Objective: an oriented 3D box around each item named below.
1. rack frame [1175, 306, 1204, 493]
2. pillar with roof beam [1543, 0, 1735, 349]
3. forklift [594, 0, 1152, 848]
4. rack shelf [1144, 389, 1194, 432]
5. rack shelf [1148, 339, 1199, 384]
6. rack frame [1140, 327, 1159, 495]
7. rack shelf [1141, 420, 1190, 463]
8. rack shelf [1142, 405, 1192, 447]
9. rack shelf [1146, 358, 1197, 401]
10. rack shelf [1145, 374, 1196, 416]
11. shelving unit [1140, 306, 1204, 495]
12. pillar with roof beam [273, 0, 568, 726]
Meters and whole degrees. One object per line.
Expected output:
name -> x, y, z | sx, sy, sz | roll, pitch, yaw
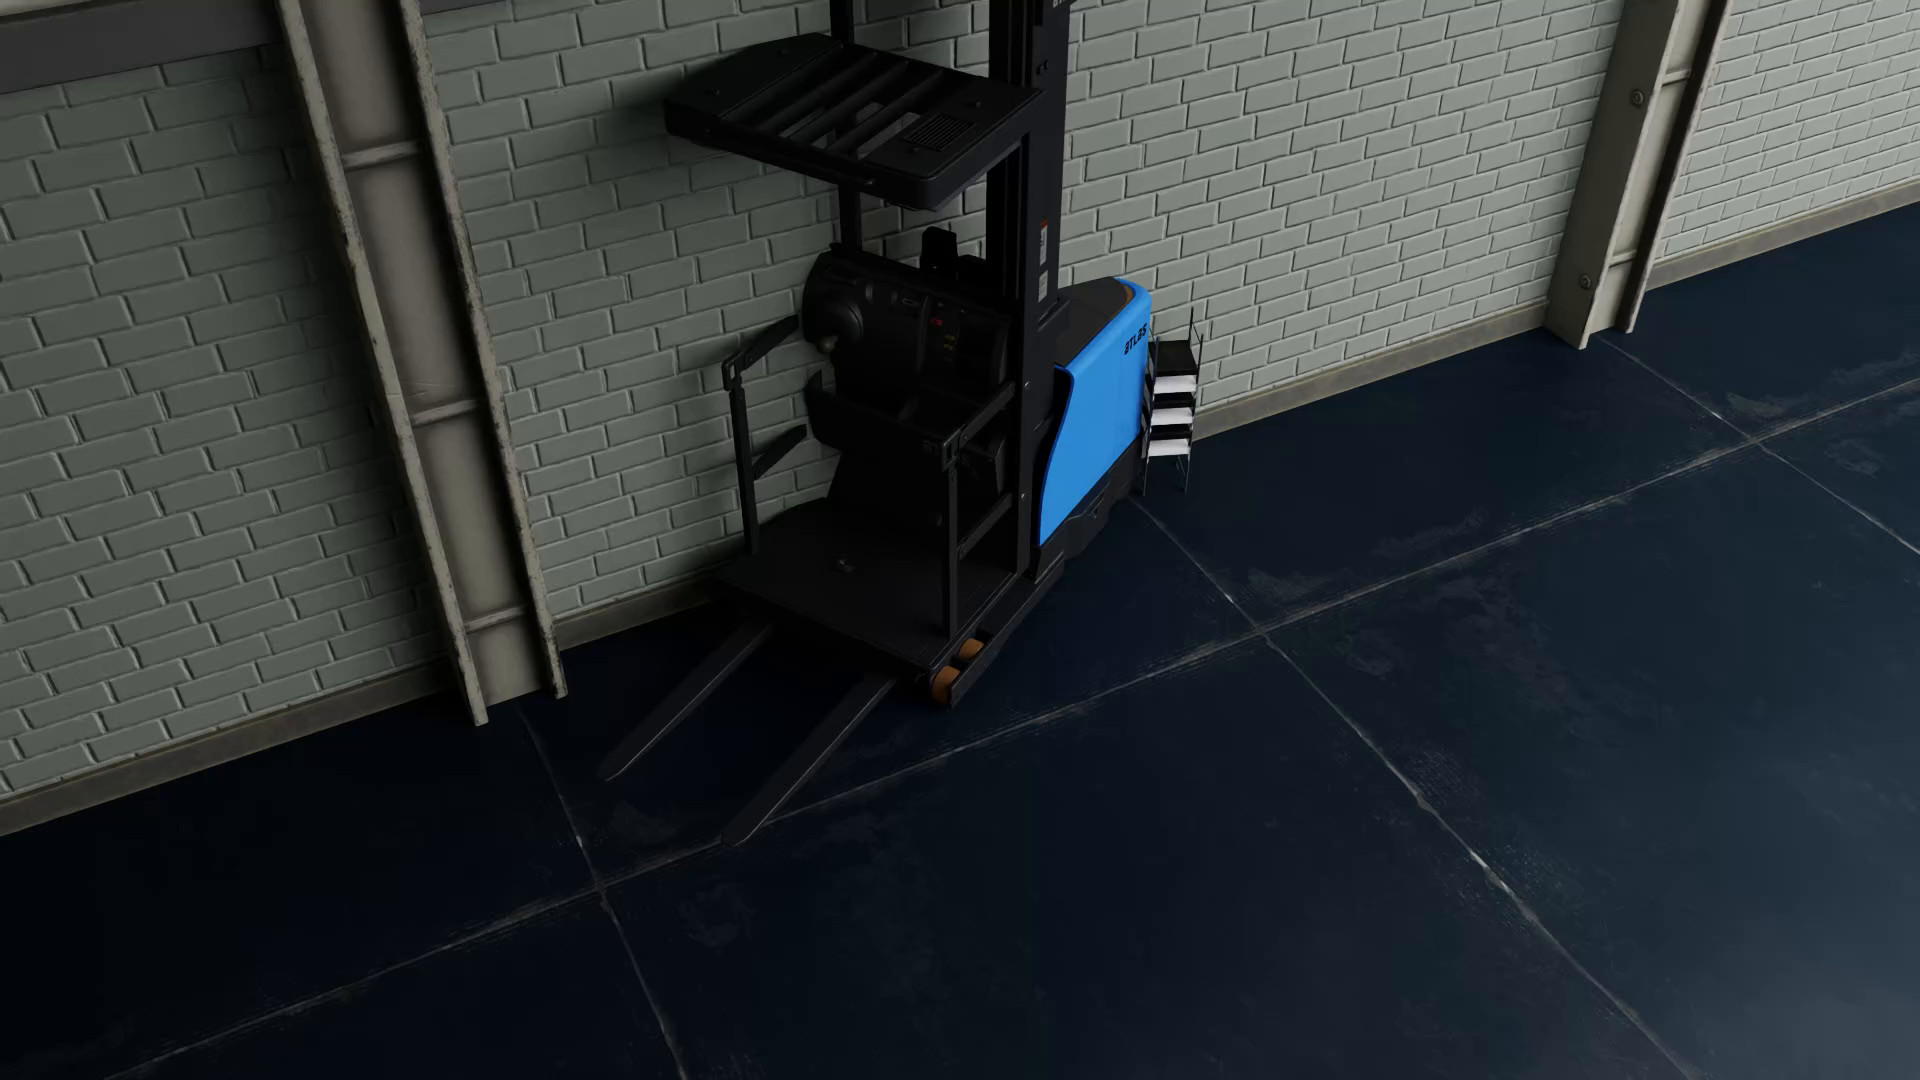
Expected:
rack frame -> 1.074, -0.648, 7.808 | 0.006, 0.900, 0.240 | -4, 40, -4
pillar with roof beam -> 5.422, -2.138, 3.300 | 0.400, 9.000, 9.100 | -19, 44, -21
forklift -> -0.326, -0.774, 6.384 | 1.130, 2.935, 3.031 | 21, 45, 23
rack shelf -> 0.973, -0.616, 7.822 | 0.200, 0.077, 0.258 | -4, 40, -4
rack shelf -> 0.973, -0.822, 7.647 | 0.200, 0.077, 0.258 | -4, 40, -4
rack frame -> 0.872, -0.635, 7.793 | 0.006, 0.900, 0.240 | -4, 40, -4
rack shelf -> 0.973, -0.479, 7.938 | 0.200, 0.077, 0.258 | -4, 40, -4
rack shelf -> 0.973, -0.547, 7.880 | 0.200, 0.077, 0.258 | -4, 40, -4
rack shelf -> 0.973, -0.753, 7.705 | 0.200, 0.077, 0.258 | -4, 40, -4
rack shelf -> 0.973, -0.685, 7.764 | 0.200, 0.077, 0.258 | -4, 40, -4
shelving unit -> 0.973, -0.641, 7.800 | 0.210, 0.900, 0.258 | -4, 40, -4
pillar with roof beam -> 0.100, -0.348, 1.185 | 0.400, 9.000, 9.100 | -19, 44, -21
